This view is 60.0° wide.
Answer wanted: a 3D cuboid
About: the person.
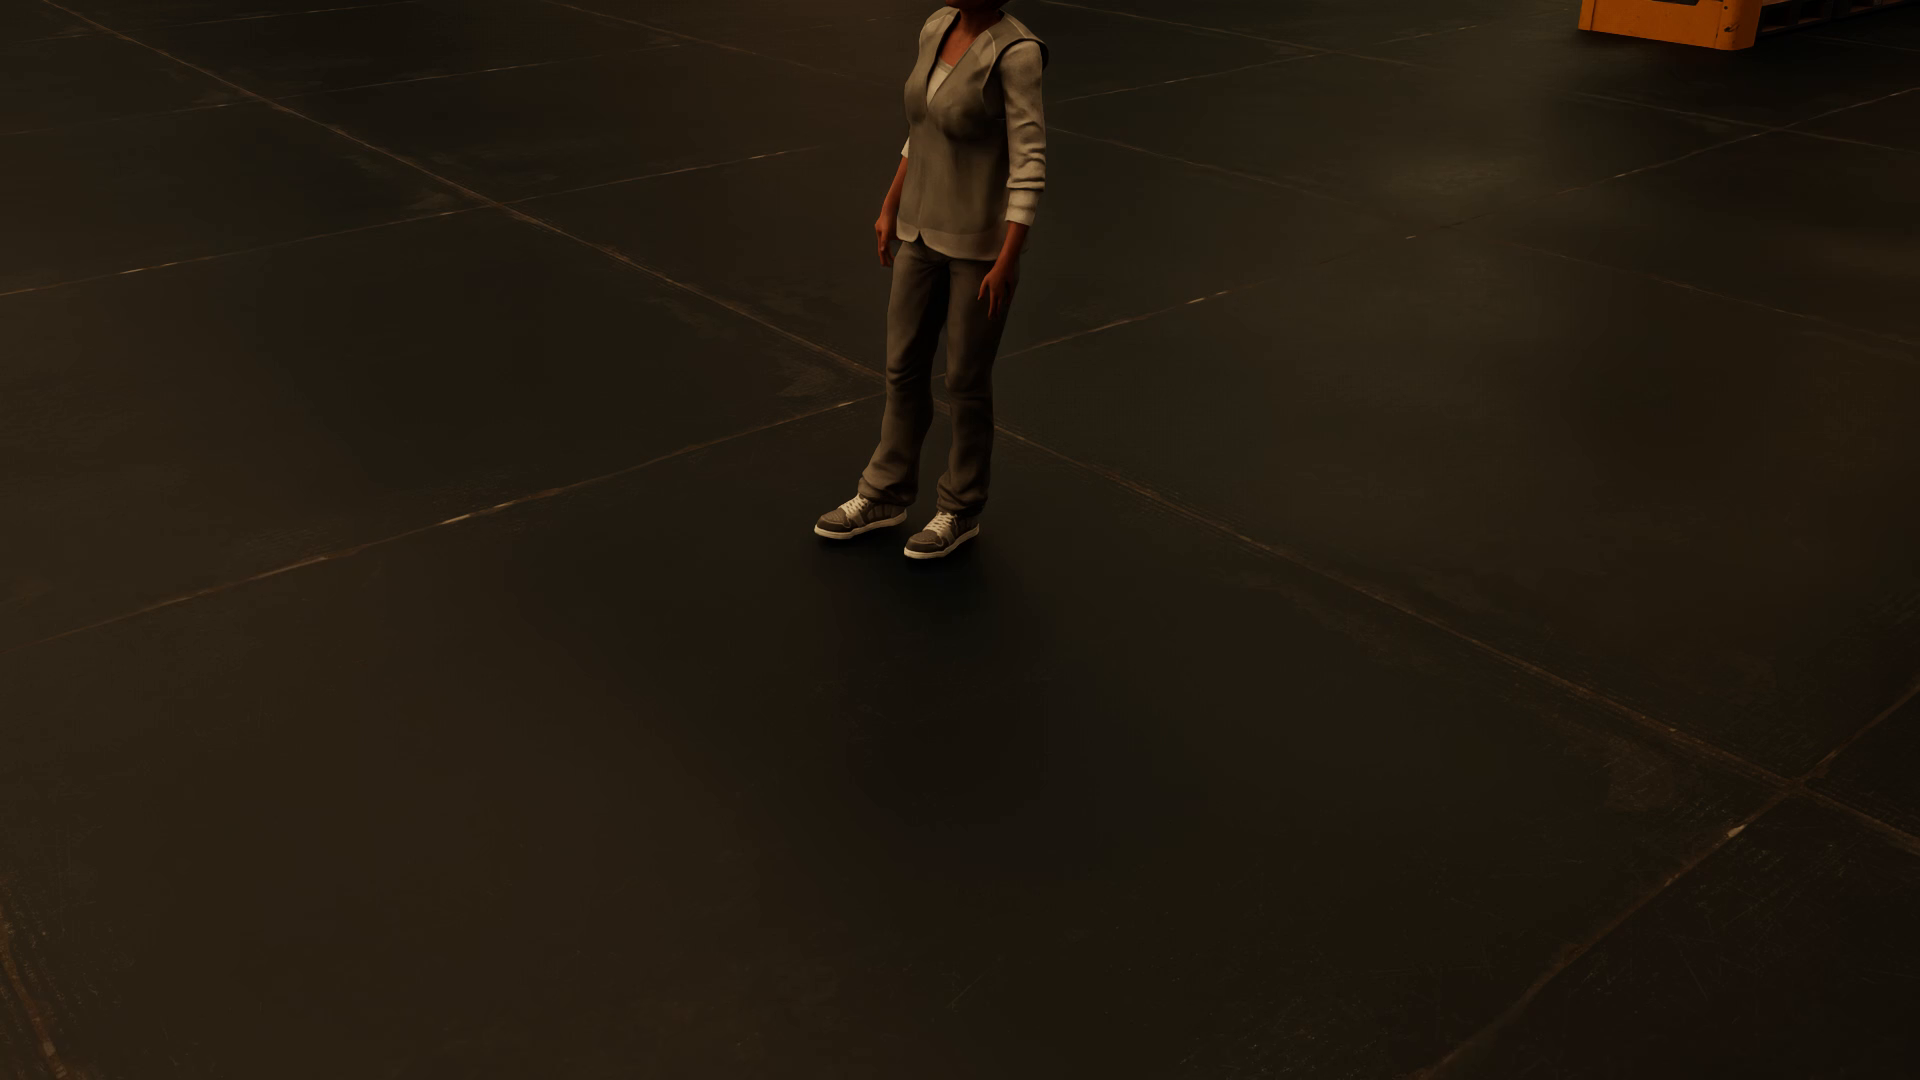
[{"bbox_3d":[-0.065,-0.700,4.114,0.475,1.582,0.520,-20,33,-35],"label":"person"}]
